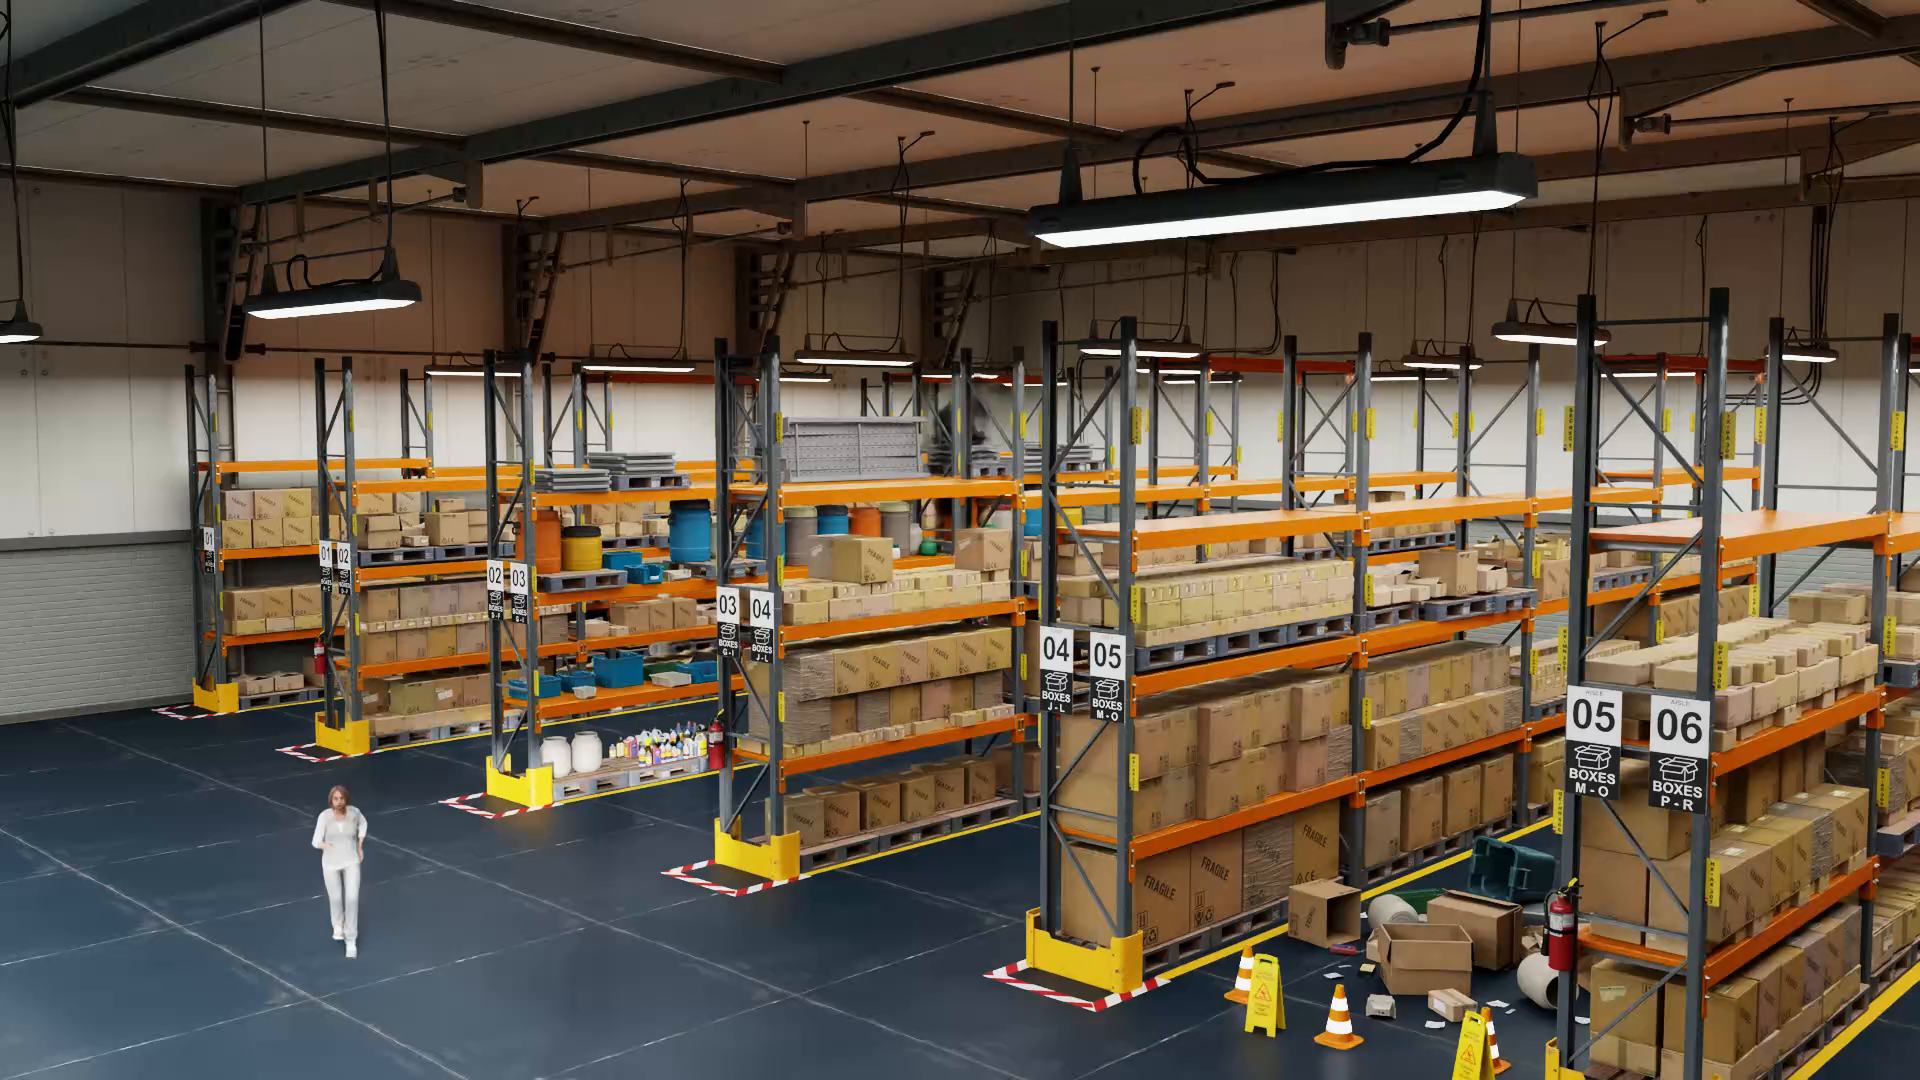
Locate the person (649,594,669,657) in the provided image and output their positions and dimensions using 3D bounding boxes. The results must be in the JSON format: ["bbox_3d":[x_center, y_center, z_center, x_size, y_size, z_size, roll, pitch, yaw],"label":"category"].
[{"bbox_3d":[-5.647,1.861,31.677,0.657,1.755,0.757,4,6,45],"label":"person"}]

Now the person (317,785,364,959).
[{"bbox_3d":[-5.943,3.166,15.956,0.458,1.615,0.777,-1,5,-18],"label":"person"}]
